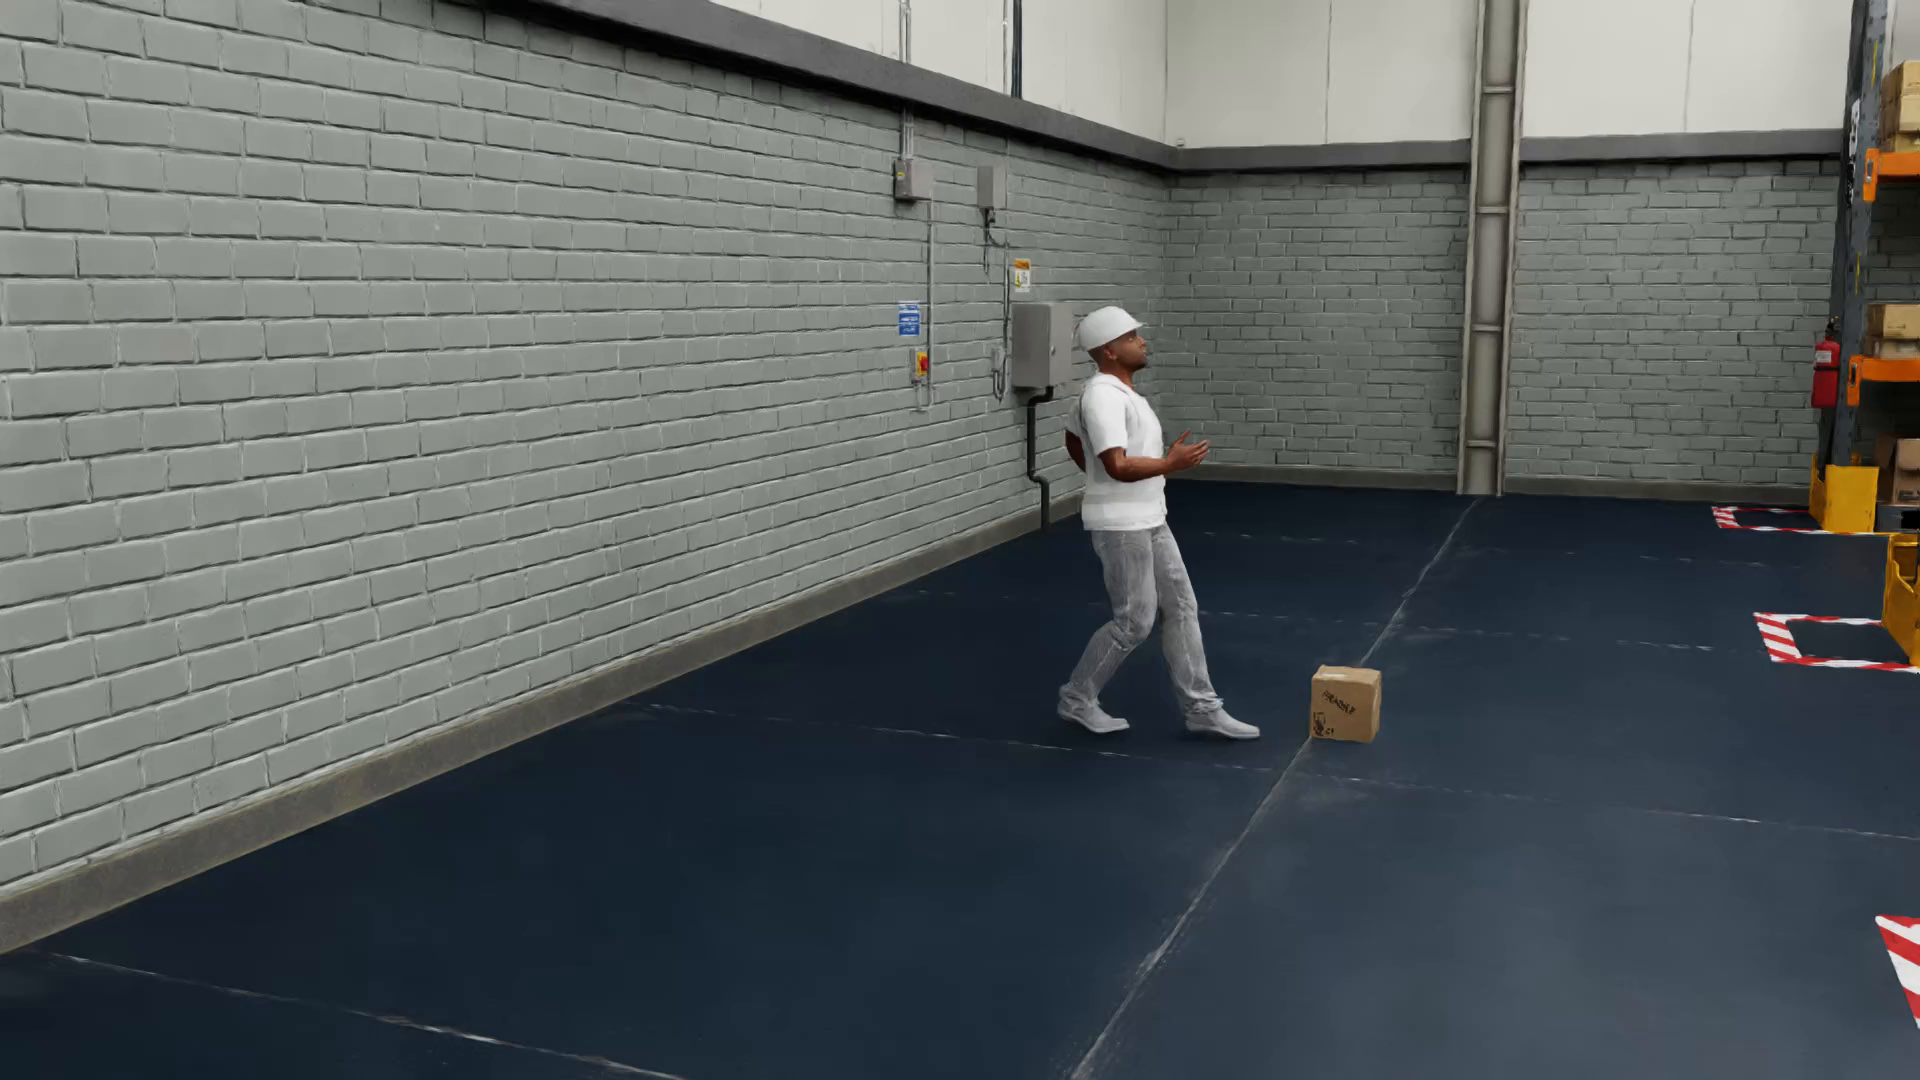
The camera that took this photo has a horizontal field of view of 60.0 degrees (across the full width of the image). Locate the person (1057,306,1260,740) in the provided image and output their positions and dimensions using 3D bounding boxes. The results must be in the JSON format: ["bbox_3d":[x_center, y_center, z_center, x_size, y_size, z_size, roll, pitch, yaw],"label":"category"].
[{"bbox_3d":[0.767,-0.059,6.673,0.879,1.738,0.651,3,9,19],"label":"person"}]
